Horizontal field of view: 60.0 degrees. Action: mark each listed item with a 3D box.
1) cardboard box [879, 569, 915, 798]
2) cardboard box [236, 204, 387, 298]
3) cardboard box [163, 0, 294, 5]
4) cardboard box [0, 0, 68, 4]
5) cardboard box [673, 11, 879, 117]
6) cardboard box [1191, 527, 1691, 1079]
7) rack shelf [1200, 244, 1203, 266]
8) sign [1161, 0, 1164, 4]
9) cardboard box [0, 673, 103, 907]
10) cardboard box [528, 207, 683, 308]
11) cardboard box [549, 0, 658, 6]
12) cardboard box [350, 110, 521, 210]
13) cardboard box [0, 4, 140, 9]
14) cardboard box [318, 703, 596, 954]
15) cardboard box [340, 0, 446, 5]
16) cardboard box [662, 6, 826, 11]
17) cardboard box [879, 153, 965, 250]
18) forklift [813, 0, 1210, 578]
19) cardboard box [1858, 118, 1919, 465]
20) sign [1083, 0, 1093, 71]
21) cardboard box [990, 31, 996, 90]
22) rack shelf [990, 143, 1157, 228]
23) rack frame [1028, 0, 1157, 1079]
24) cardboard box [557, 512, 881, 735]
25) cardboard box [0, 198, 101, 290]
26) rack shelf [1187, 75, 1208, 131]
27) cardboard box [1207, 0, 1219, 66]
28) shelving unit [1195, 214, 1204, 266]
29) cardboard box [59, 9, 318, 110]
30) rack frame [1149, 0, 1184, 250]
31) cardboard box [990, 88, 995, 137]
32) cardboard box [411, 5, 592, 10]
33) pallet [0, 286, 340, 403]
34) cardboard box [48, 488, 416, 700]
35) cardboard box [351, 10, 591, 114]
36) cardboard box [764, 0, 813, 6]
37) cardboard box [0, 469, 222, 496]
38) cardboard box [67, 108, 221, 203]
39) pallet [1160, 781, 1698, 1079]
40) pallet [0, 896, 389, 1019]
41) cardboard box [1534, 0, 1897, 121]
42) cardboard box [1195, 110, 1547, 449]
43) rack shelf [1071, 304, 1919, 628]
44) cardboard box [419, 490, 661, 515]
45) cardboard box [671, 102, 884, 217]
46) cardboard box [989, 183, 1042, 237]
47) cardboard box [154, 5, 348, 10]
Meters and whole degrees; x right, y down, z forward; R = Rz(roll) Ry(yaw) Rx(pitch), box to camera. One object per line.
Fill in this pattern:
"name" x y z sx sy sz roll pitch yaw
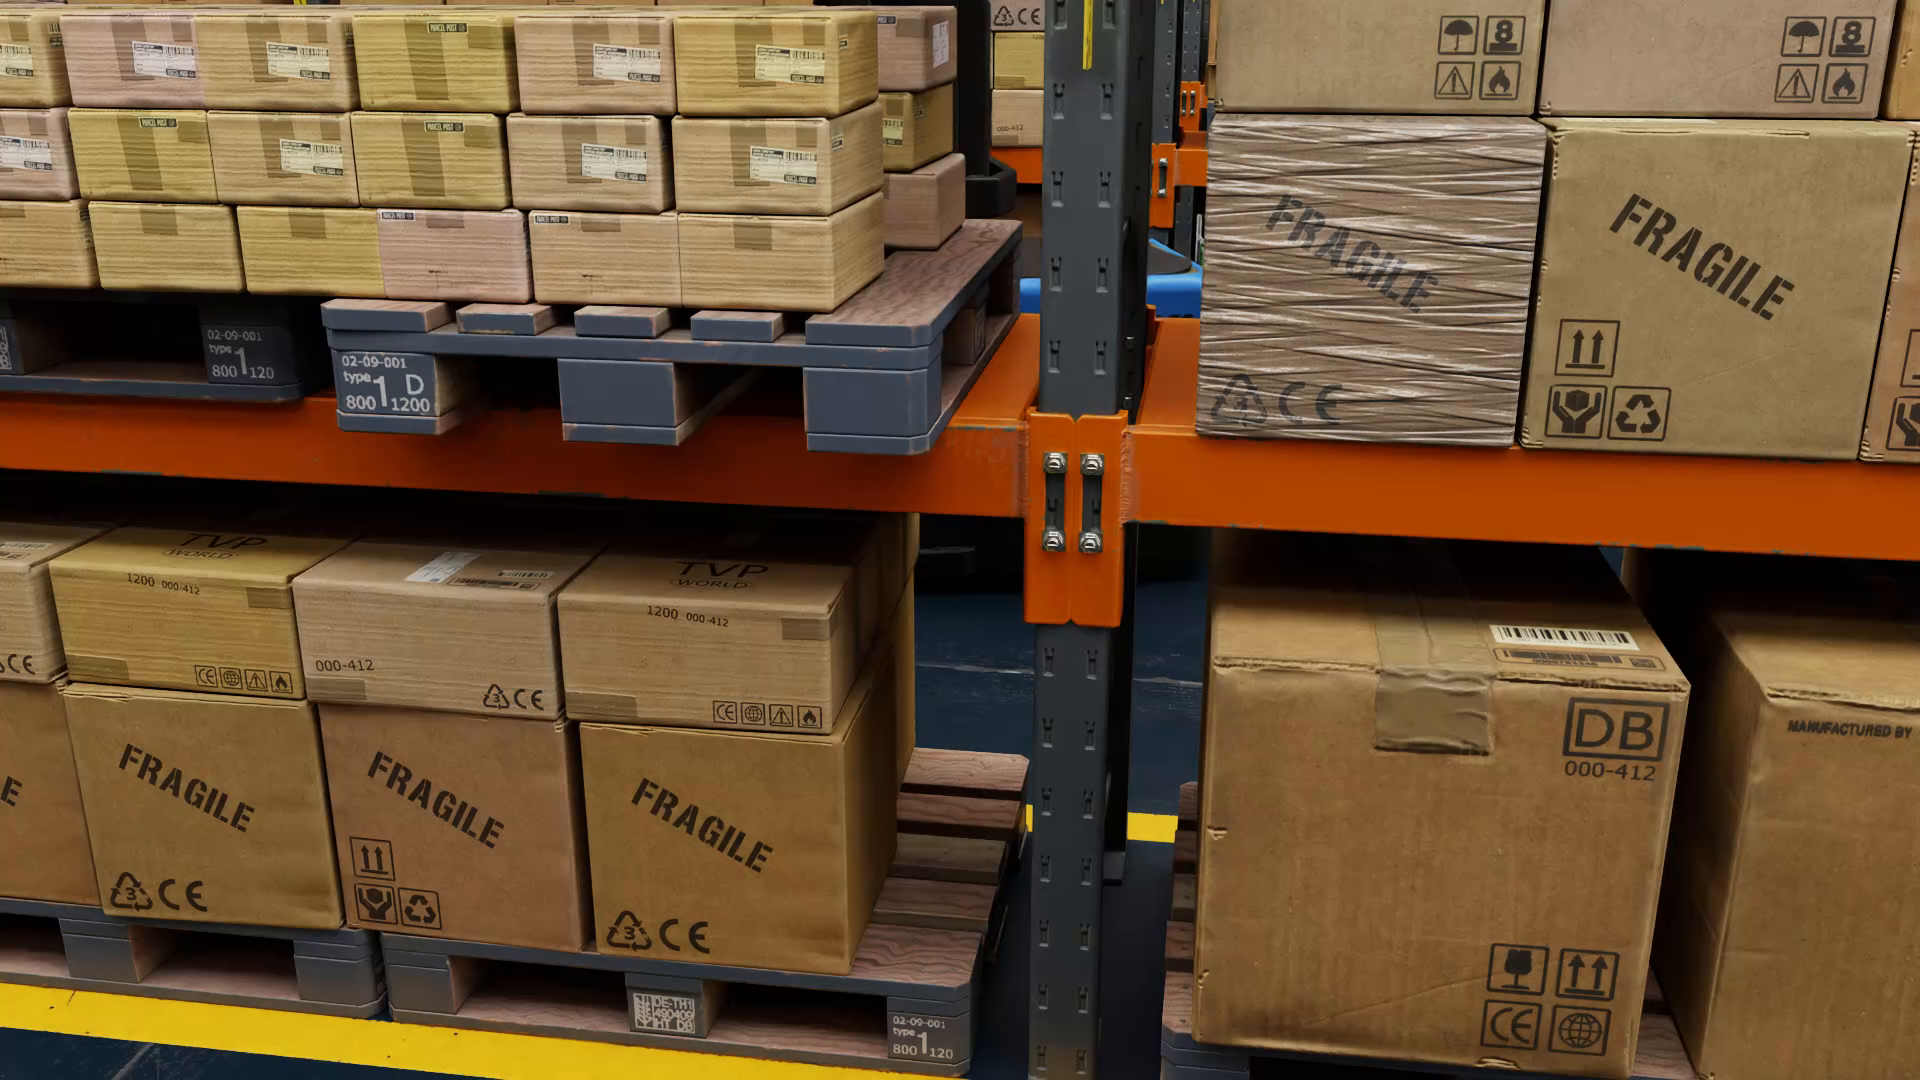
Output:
"cardboard box" -0.387 0.340 3.836 0.500 0.500 0.500 2 19 6
"cardboard box" -1.034 -0.531 2.896 0.250 0.149 0.380 3 19 8
"cardboard box" -3.503 -2.746 8.050 0.500 0.500 0.500 3 19 8
"cardboard box" -4.507 -2.797 8.202 0.500 0.500 0.500 3 19 9
"cardboard box" -0.286 -0.774 2.684 0.250 0.149 0.380 2 19 6
"cardboard box" 0.858 0.396 3.275 0.750 0.750 1.050 3 19 8
"rack shelf" 1.123 -0.984 6.043 0.480 0.148 0.258 0 19 -1
"sign" 0.871 -2.461 7.107 0.005 0.325 0.100 3 19 9
"cardboard box" -1.949 0.423 3.589 0.500 0.500 0.500 3 19 10
"cardboard box" -0.534 -0.504 2.817 0.250 0.149 0.380 3 19 9
"cardboard box" -1.603 -2.654 7.774 0.500 0.500 0.500 2 19 7
"cardboard box" -0.813 -0.659 2.810 0.250 0.149 0.380 3 19 10
"cardboard box" -1.965 -1.069 3.567 0.250 0.149 0.380 2 19 6
"cardboard box" -0.932 0.477 3.427 0.500 0.500 0.500 4 19 11
"cardboard box" -2.604 -2.697 7.903 0.500 0.500 0.500 3 19 9
"cardboard box" -0.421 -0.989 3.328 0.250 0.149 0.380 2 19 7
"cardboard box" -0.139 -0.696 3.390 0.250 0.149 0.380 3 19 8
"forklift" -0.661 -1.346 5.708 3.031 2.935 1.130 -3 19 -8
"cardboard box" 1.672 -0.420 2.675 0.500 0.500 0.500 3 19 9
"sign" 0.194 -0.871 2.480 0.005 0.325 0.100 3 19 9
"cardboard box" -0.069 -2.222 7.664 0.500 0.250 0.500 2 19 7
"rack shelf" -1.019 -1.846 8.226 4.000 0.370 1.077 3 19 9
"rack frame" 0.271 -0.530 3.161 0.127 3.000 1.000 3 19 9
"cardboard box" -0.446 0.148 3.229 0.500 0.250 0.500 2 19 7
"cardboard box" -1.555 -0.557 2.976 0.250 0.149 0.380 3 19 10
"rack shelf" 3.714 -3.200 12.272 4.000 0.370 1.077 3 19 9
"cardboard box" 1.364 -2.379 7.397 0.500 0.500 0.500 2 19 7
"shelving unit" 1.123 -0.590 6.175 0.503 1.200 0.258 0 19 -1
"cardboard box" -1.293 -0.826 2.842 0.250 0.149 0.380 3 19 9
"rack frame" 0.956 -2.086 7.811 0.127 3.000 1.000 3 19 9
"cardboard box" -0.091 -1.980 7.730 0.500 0.250 0.500 3 19 10
"cardboard box" -0.923 -1.016 3.410 0.250 0.149 0.380 2 19 6
"pallet" -1.690 -0.526 3.451 1.213 0.211 1.003 3 19 9
"cardboard box" -1.446 0.096 3.386 0.500 0.250 0.500 3 19 10
"cardboard box" -0.792 -0.800 2.763 0.250 0.149 0.380 4 19 10
"cardboard box" -0.593 -2.602 7.620 0.500 0.500 0.500 3 19 9
"cardboard box" -1.874 -0.091 3.942 0.500 0.250 0.500 2 19 6
"cardboard box" -1.306 -0.685 2.888 0.250 0.149 0.380 3 19 8
"pallet" 1.037 0.855 3.414 1.213 0.211 1.003 3 19 9
"pallet" -1.702 0.690 3.908 1.213 0.211 1.003 3 19 9
"cardboard box" 1.212 -1.001 2.835 0.500 0.500 0.700 3 19 8
"cardboard box" 0.671 -0.471 2.825 0.500 0.500 0.500 3 19 9
"rack shelf" 2.245 -0.089 2.974 4.000 0.370 1.077 3 19 9
"cardboard box" -0.872 -0.036 3.778 0.500 0.250 0.500 3 19 8
"cardboard box" -0.289 -0.634 2.735 0.250 0.149 0.380 3 19 10
"cardboard box" 0.287 -1.339 8.263 0.875 0.875 0.875 3 19 8
"cardboard box" -1.453 -1.042 3.487 0.250 0.149 0.380 3 19 10
